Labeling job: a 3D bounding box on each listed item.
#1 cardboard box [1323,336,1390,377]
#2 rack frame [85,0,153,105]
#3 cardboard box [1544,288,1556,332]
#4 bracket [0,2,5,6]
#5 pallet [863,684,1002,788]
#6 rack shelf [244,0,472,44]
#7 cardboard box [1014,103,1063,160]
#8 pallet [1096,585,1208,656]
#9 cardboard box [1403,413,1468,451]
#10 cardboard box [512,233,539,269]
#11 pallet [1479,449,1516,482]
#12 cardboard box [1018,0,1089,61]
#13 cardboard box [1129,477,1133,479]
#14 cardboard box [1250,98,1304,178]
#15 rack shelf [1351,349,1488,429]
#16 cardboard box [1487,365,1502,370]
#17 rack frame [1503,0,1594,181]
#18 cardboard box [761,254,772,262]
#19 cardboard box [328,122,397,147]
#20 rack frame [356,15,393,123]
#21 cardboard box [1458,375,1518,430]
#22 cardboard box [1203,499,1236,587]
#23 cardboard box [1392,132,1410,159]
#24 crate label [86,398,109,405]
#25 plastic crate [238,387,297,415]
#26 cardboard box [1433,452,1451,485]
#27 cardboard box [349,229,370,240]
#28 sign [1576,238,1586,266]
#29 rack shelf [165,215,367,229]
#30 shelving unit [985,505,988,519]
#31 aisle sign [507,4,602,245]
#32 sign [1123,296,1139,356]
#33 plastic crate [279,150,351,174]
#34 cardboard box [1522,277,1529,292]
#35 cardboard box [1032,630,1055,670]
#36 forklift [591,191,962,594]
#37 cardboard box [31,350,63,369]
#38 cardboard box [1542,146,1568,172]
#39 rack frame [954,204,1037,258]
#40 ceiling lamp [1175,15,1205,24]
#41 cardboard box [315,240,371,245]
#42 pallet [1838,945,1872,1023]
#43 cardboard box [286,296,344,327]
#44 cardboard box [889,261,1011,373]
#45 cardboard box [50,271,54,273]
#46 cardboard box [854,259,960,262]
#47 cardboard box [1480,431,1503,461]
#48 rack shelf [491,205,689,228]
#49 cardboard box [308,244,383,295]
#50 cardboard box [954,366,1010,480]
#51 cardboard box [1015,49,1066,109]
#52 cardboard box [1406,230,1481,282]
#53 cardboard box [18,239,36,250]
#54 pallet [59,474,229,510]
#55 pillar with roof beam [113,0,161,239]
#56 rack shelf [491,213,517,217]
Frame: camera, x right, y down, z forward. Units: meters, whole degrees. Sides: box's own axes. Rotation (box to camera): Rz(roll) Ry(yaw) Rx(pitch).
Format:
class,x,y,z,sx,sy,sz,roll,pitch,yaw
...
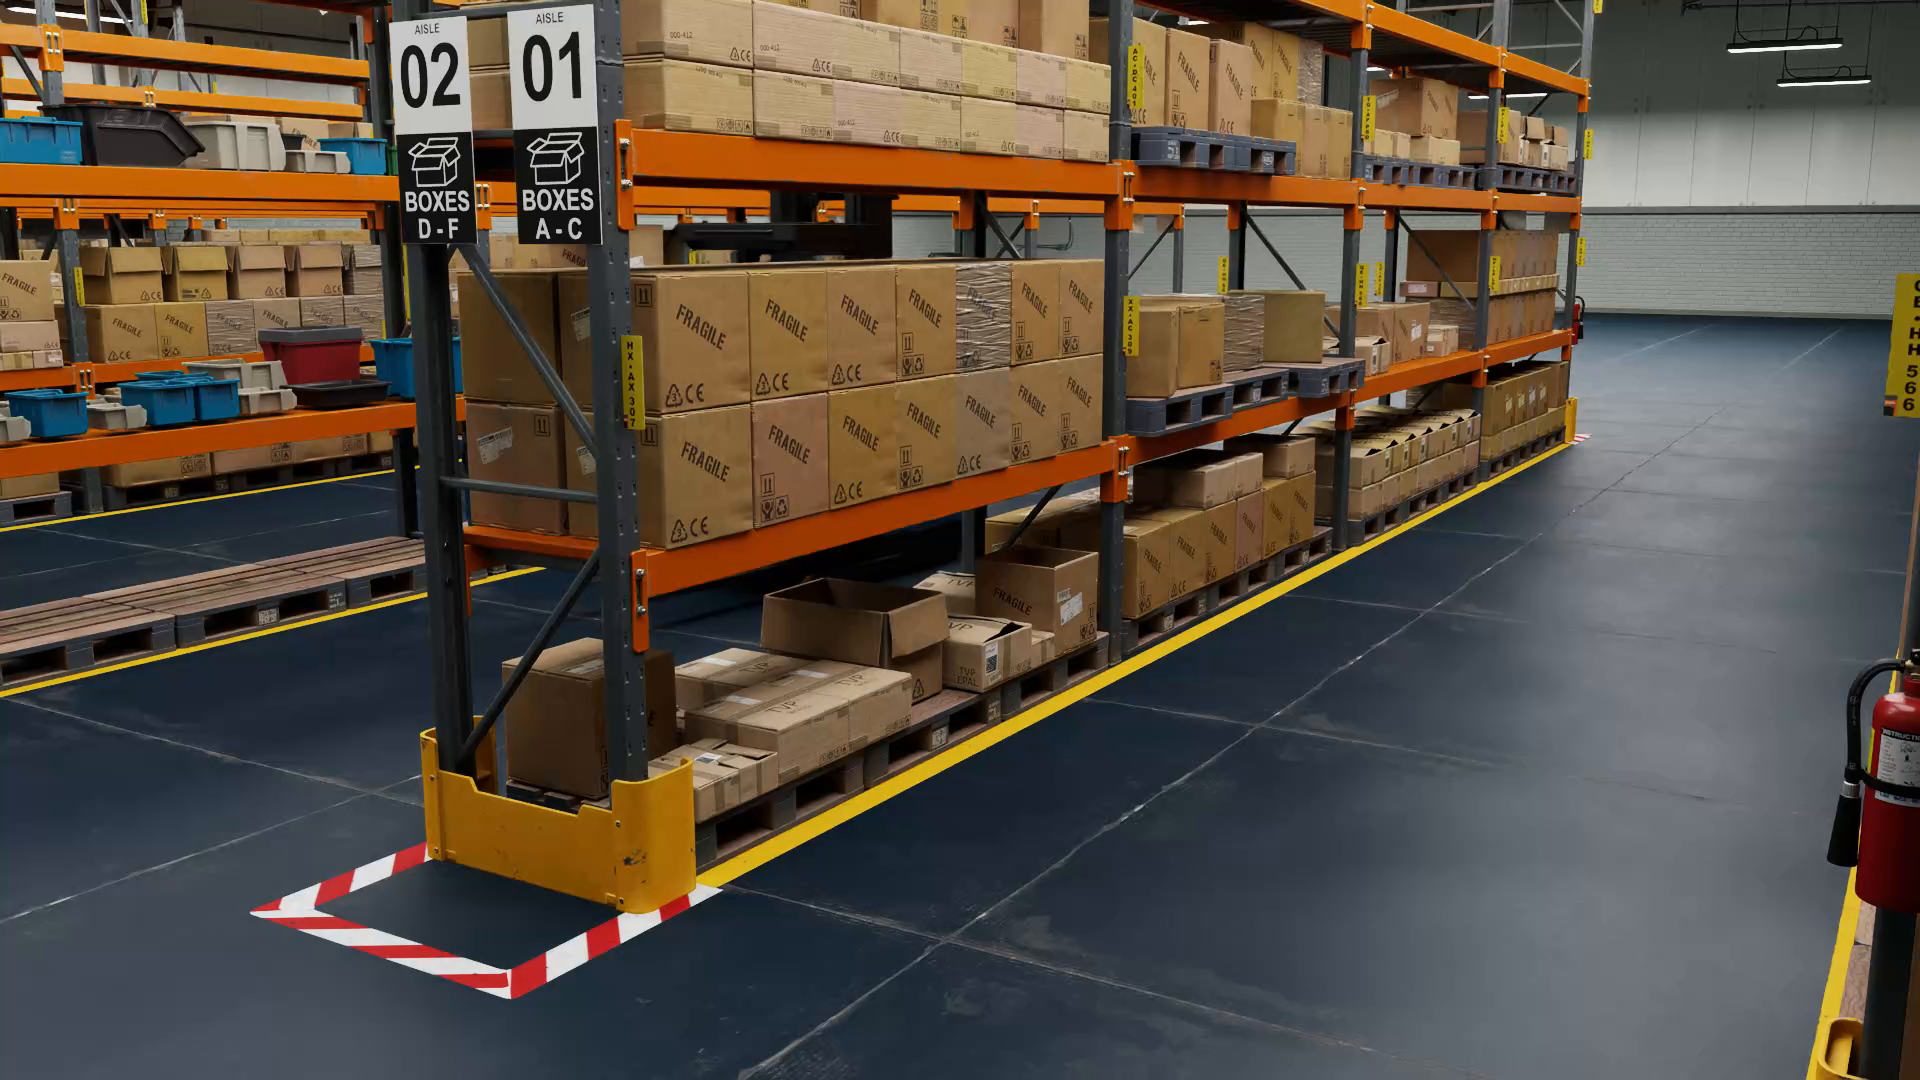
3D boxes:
class,x,y,z,sx,sy,sz,roll,pitch,yaw
cardboard box,3.178,-1.511,13.530,0.500,0.311,0.500,6,12,30
rack frame,-10.103,-5.818,19.991,1.000,3.000,0.127,6,12,31
cardboard box,6.448,-2.668,19.195,0.700,0.500,0.500,6,12,31
bracket,-16.859,-9.248,28.532,0.076,0.066,4.783,6,12,31
pallet,-0.519,0.868,8.160,1.003,0.211,1.213,6,12,31
rack shelf,-4.799,-3.361,9.910,1.077,0.370,4.000,6,12,31
cardboard box,0.177,-2.025,8.287,0.500,0.250,0.500,6,12,31
pallet,0.861,0.436,10.468,1.003,0.211,1.213,6,12,31
cardboard box,4.395,-1.019,15.465,0.500,0.311,0.500,7,13,32
cardboard box,-6.953,-4.411,25.437,0.875,0.550,0.500,6,12,31
pallet,5.073,-0.812,17.132,1.003,0.211,1.213,6,12,31
cardboard box,0.251,-2.738,8.703,0.700,0.500,0.500,6,12,31
cardboard box,1.536,-0.215,11.960,0.500,0.500,0.500,6,12,30
cardboard box,1.816,-2.722,11.335,0.910,0.500,0.500,6,12,31
rack shelf,3.586,-1.393,14.615,1.077,0.370,4.000,6,12,31
cardboard box,5.726,-1.692,18.550,0.500,0.500,0.500,6,12,31
rack frame,6.701,-5.639,19.037,1.000,3.000,0.127,6,12,31
cardboard box,-2.871,-3.899,22.248,0.500,0.500,0.500,6,12,31
cardboard box,-6.172,-4.008,17.054,0.797,0.503,0.637,7,13,34
rack frame,-5.917,-5.328,17.375,1.000,3.000,0.127,6,12,31
cardboard box,5.386,-1.407,17.028,0.500,0.500,0.500,6,12,31
cardboard box,1.464,-0.007,10.850,0.500,0.500,0.500,7,12,31
cardboard box,3.580,-3.374,14.353,0.500,0.250,0.500,5,12,26
crate label,-5.282,-0.784,9.958,0.396,0.136,0.243,6,12,31
plastic crate,-4.407,-0.875,10.442,0.293,0.136,0.466,6,12,31
cardboard box,4.128,-0.664,15.093,0.500,0.250,0.500,7,13,32
cardboard box,-10.581,-5.091,28.615,0.700,0.500,0.500,7,12,31
sign,7.158,-3.322,19.172,0.100,0.325,0.005,6,12,31
rack shelf,-11.271,-5.391,27.815,1.077,0.370,4.000,6,12,31
shelving unit,-0.086,-1.006,13.036,0.431,2.100,0.503,6,12,31
aisle sign,-1.390,-1.413,5.702,0.394,0.787,0.004,6,12,31
sign,0.939,-1.178,9.158,0.100,0.325,0.005,6,12,31
plastic crate,-4.095,-2.386,10.525,0.293,0.136,0.466,6,12,31
cardboard box,5.862,-2.736,17.798,0.380,0.149,0.250,6,12,30
cardboard box,0.275,0.563,8.761,0.380,0.149,0.250,6,12,31
forklift,-1.226,-1.150,11.544,1.130,2.935,3.031,8,13,36
cardboard box,-7.872,-1.548,14.167,0.380,0.149,0.250,6,12,31
cardboard box,6.329,-4.160,18.174,0.500,0.250,0.500,6,12,31
rack frame,0.393,-2.535,18.760,1.000,3.000,0.127,6,12,31
ceiling lamp,4.681,-10.194,27.503,2.000,3.185,0.800,6,12,31
cardboard box,-8.545,-3.879,22.949,0.700,0.500,0.500,6,12,30
pallet,2.979,1.536,4.592,1.003,0.211,1.213,6,12,31
cardboard box,-6.492,-2.168,16.523,0.500,0.500,0.500,6,12,29
cardboard box,-0.095,-1.080,7.995,0.500,0.500,0.500,6,12,31
cardboard box,-10.777,-3.110,19.753,0.380,0.149,0.250,6,12,30
cardboard box,-0.281,-1.216,8.721,0.500,0.500,0.500,6,12,29
cardboard box,5.125,-0.960,16.678,0.500,0.250,0.500,6,12,31
rack shelf,-4.878,-3.815,19.398,1.077,0.370,4.000,6,12,31
cardboard box,-6.310,-2.808,17.220,0.797,0.503,0.637,7,13,33
cardboard box,-0.100,-0.587,8.082,0.500,0.500,0.500,7,13,32
cardboard box,0.188,-2.269,8.235,0.500,0.250,0.500,6,12,31
cardboard box,4.850,-2.819,16.477,0.700,0.500,0.500,6,12,31
cardboard box,-13.778,-4.331,24.368,0.380,0.149,0.250,6,12,28
pallet,-7.657,-0.508,15.510,1.003,0.211,1.213,6,12,31
pillar with roof beam,-11.930,-7.572,29.361,9.100,9.000,0.548,6,12,31
rack shelf,-6.988,-4.934,25.374,1.077,0.370,4.000,6,12,31
